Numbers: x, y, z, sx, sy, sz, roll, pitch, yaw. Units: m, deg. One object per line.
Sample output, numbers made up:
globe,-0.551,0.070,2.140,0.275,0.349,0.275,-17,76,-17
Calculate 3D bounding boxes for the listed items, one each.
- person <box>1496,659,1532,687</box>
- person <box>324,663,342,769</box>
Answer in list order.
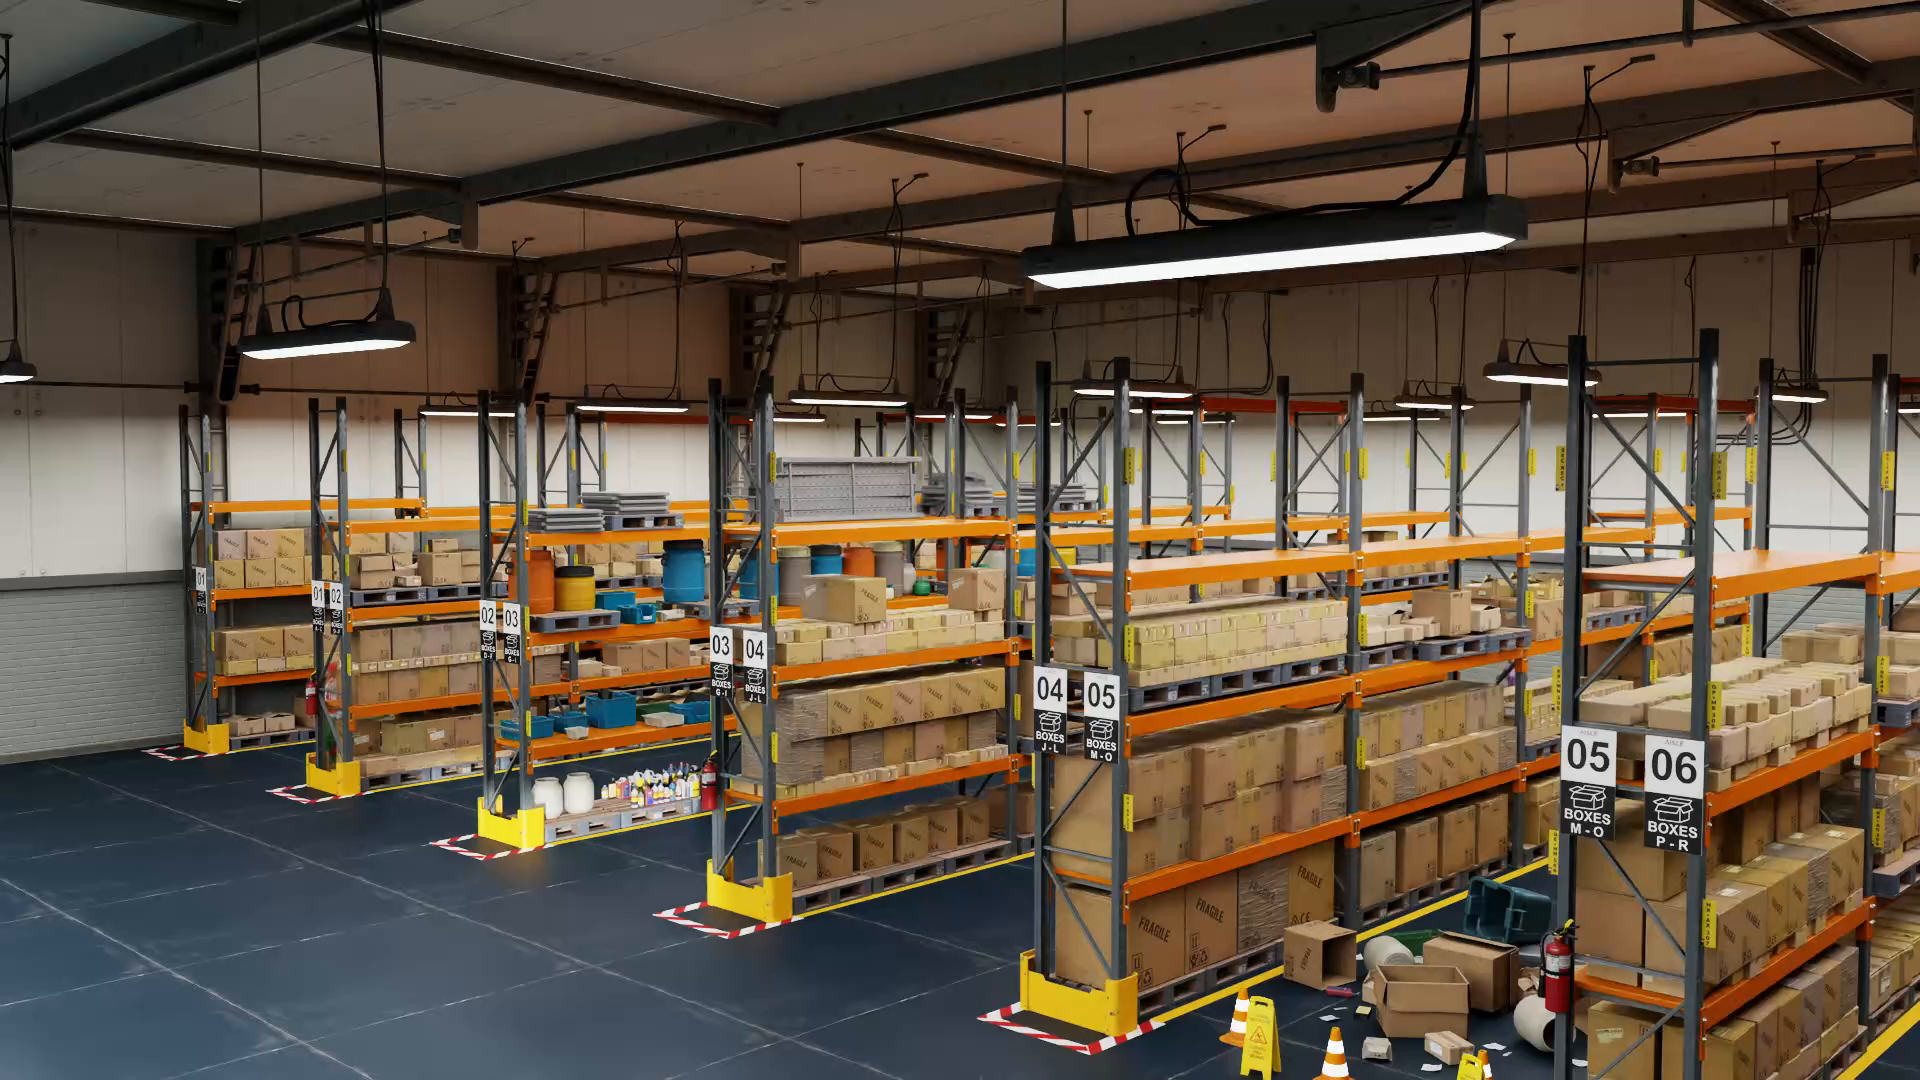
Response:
person,9.955,2.802,29.734,0.606,1.572,0.870,0,3,-6
person,-10.257,2.871,27.048,0.662,1.746,0.651,3,4,42
